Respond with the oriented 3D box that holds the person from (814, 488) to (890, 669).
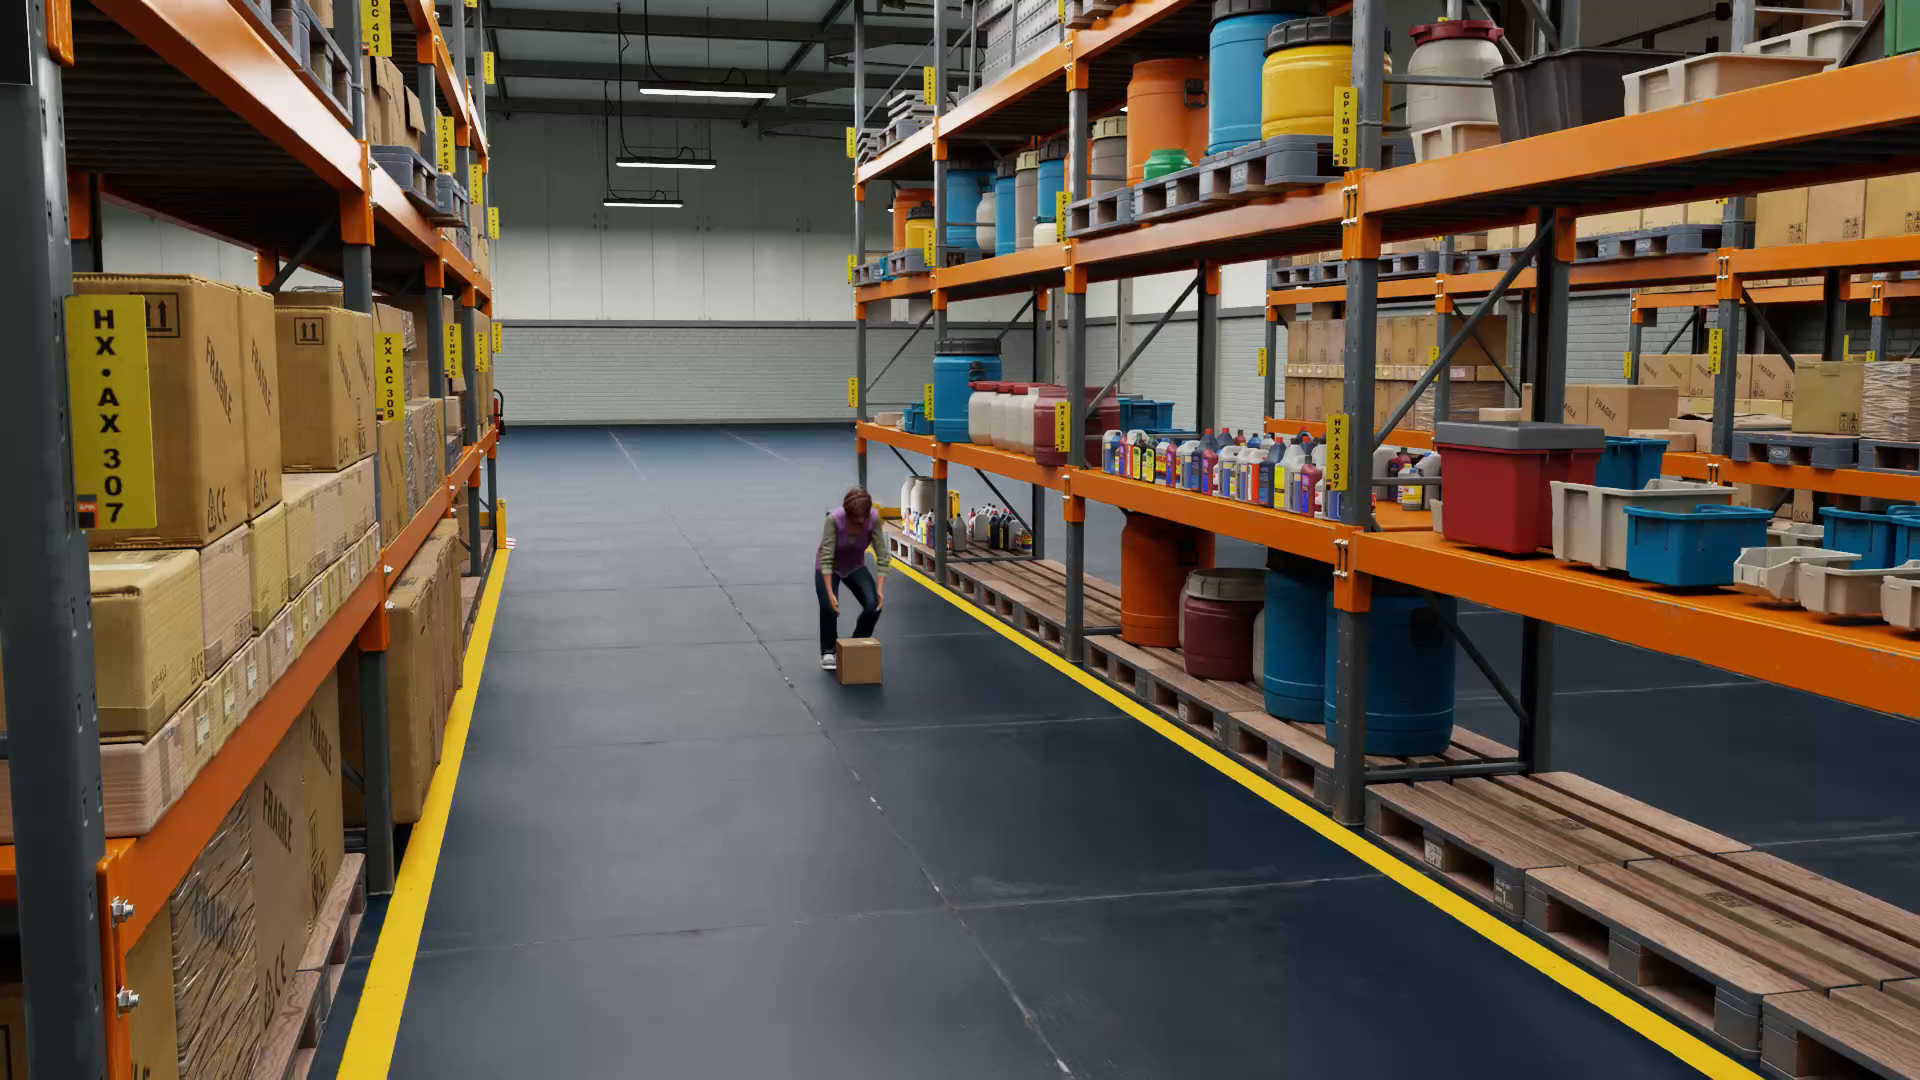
[{"bbox_3d":[-0.713,0.246,10.914,0.462,1.214,0.701,-2,7,-14],"label":"person"}]
